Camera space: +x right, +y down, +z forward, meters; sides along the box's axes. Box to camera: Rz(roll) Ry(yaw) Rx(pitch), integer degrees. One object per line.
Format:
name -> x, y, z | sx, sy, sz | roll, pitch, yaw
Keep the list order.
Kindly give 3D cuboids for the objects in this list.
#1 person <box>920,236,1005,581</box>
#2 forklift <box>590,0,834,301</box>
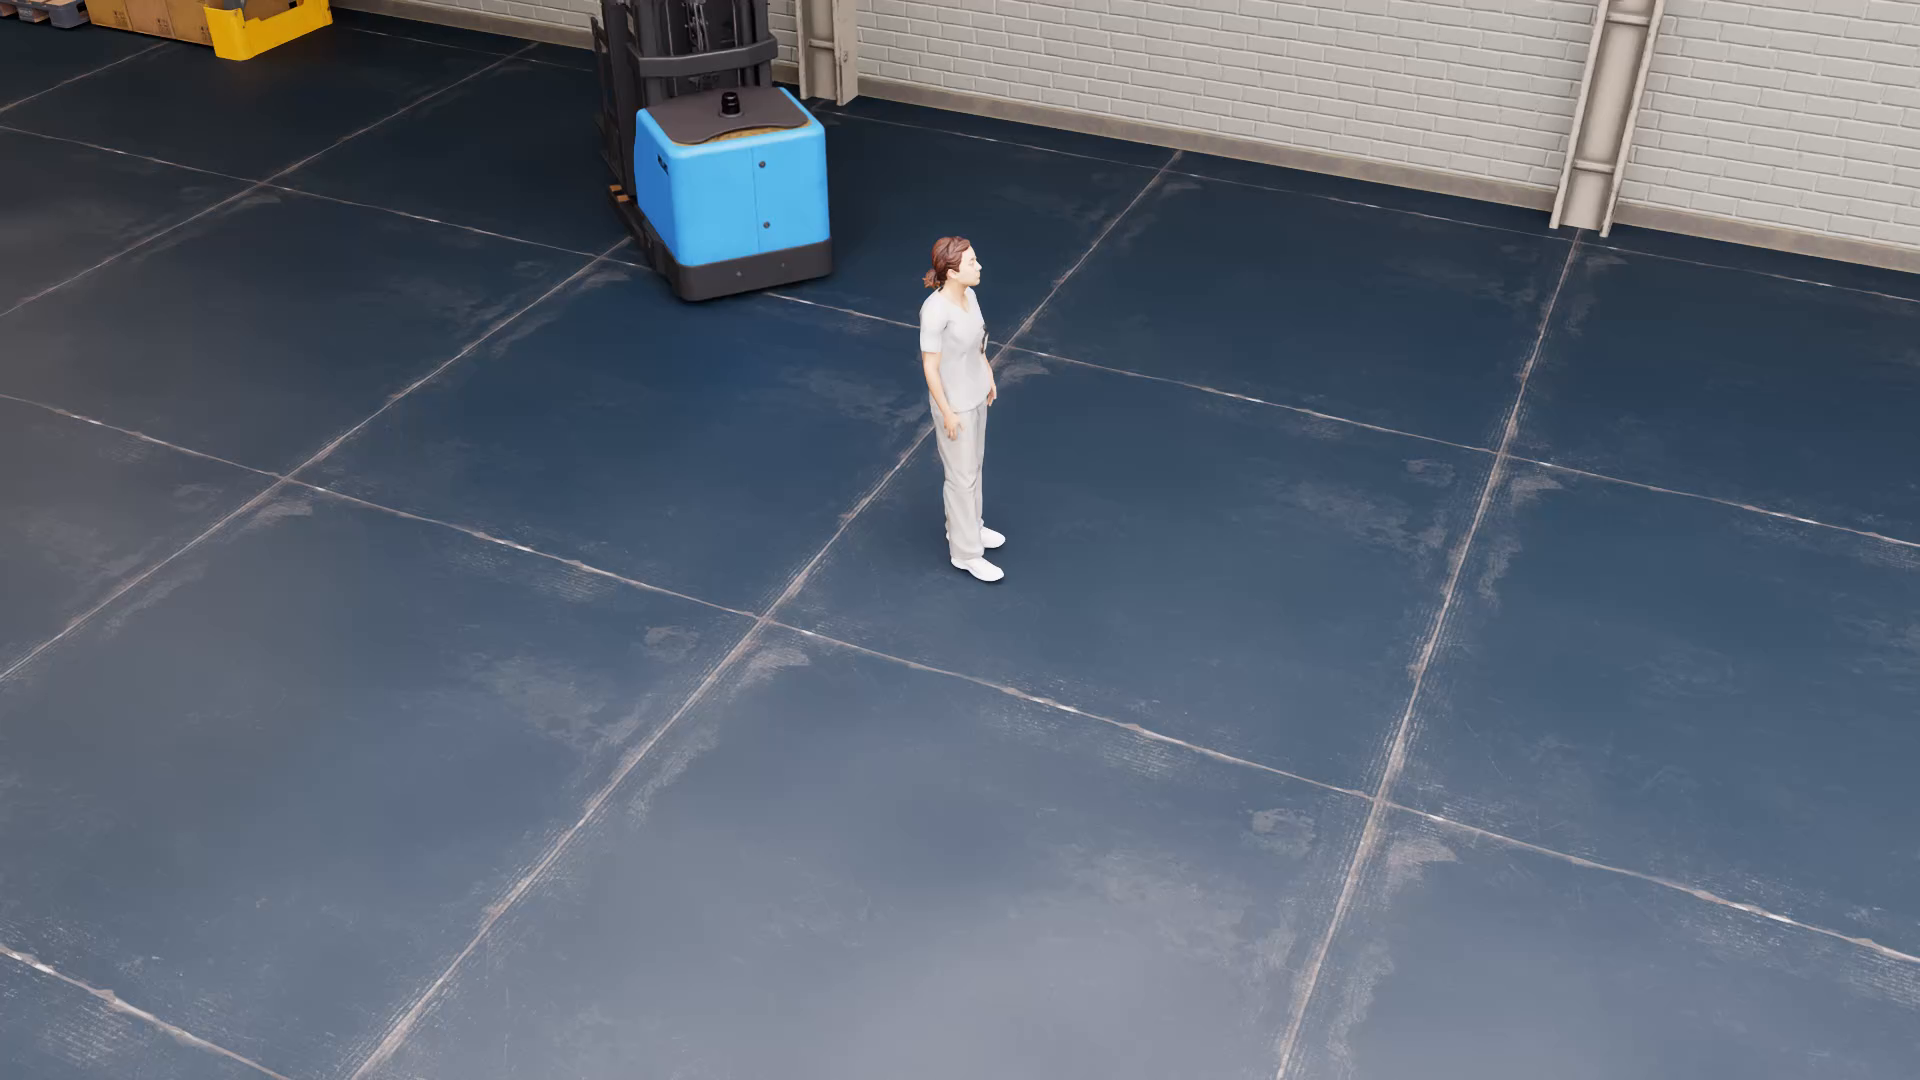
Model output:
person -> 0.062, -0.663, 8.084 | 0.548, 1.673, 0.549 | 15, 38, 20
forklift -> -1.899, -3.569, 11.091 | 1.130, 2.935, 3.031 | -15, 38, -20
